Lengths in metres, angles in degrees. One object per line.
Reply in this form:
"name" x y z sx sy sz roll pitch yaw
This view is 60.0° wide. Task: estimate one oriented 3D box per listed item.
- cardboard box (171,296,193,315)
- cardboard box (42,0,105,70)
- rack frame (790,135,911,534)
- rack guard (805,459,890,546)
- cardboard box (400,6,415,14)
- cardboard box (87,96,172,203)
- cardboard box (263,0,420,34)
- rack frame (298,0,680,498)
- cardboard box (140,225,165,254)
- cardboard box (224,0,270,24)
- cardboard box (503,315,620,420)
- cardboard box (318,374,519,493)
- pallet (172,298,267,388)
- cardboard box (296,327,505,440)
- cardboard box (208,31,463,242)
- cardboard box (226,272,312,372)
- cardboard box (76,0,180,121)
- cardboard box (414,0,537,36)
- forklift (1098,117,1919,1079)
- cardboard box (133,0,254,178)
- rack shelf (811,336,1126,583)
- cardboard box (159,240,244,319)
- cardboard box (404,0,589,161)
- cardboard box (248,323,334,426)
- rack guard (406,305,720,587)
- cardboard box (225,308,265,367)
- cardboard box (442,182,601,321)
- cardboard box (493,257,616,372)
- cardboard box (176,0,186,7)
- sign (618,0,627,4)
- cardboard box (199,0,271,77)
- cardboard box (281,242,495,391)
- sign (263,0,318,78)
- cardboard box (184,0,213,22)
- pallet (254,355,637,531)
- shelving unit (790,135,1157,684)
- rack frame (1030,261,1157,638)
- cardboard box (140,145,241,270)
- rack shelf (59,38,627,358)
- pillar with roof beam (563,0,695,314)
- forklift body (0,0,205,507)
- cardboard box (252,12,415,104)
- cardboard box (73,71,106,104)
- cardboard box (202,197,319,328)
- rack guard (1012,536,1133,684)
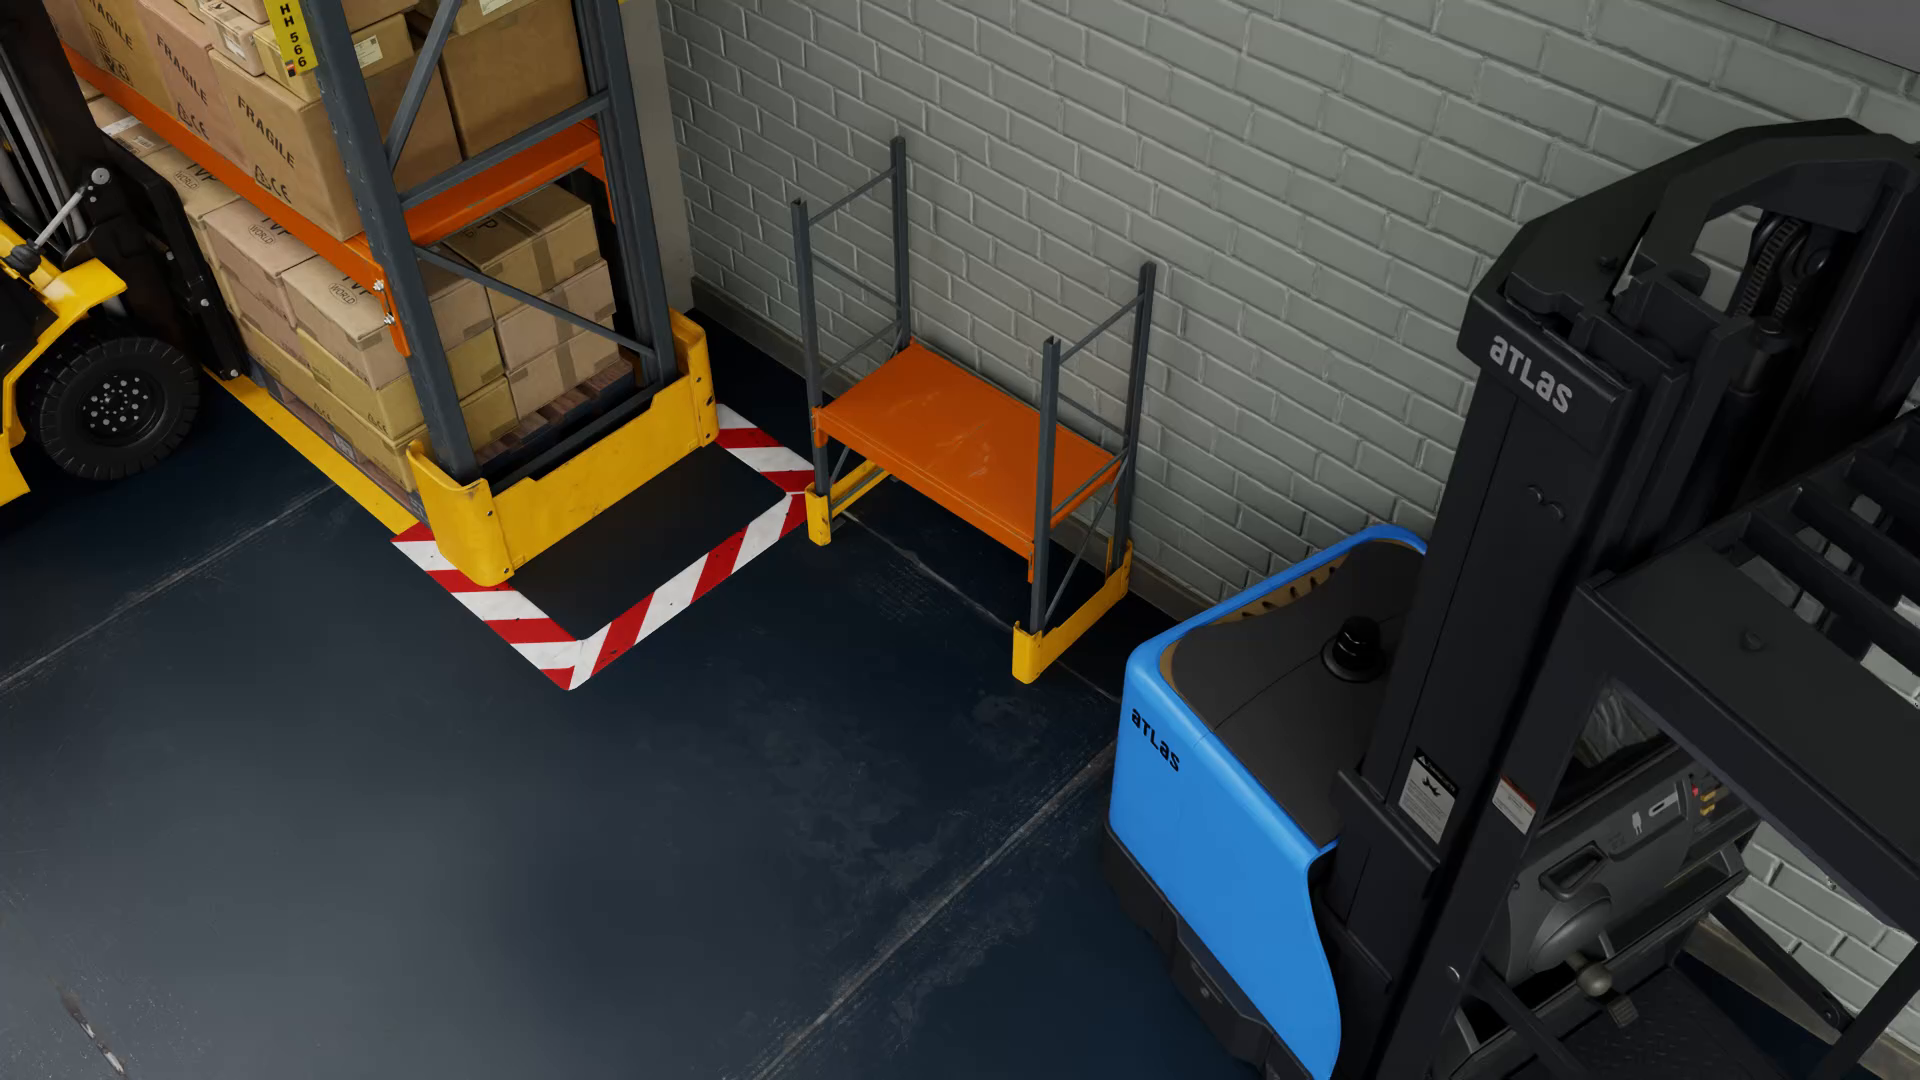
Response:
"cardboard box" -3.153 -1.259 6.972 0.500 0.250 0.500 36 56 29
"cardboard box" -3.144 -2.139 6.133 0.500 0.500 0.500 34 56 28
"rack frame" -0.353 -0.666 5.847 0.032 1.500 0.500 33 55 27
"rack guard" -0.353 -0.238 6.302 0.087 0.250 0.587 33 55 27
"cardboard box" -1.774 -1.896 5.459 0.250 0.149 0.380 34 55 28
"cardboard box" -3.150 -1.599 6.606 0.500 0.250 0.500 33 55 27
"cardboard box" -1.882 -1.667 5.040 0.250 0.149 0.380 34 55 28
"rack frame" -1.476 -1.245 5.362 0.127 3.000 1.000 34 55 28
"cardboard box" -3.165 -1.439 6.799 0.500 0.250 0.500 34 55 28
"cardboard box" -2.084 -1.773 5.139 0.250 0.149 0.380 34 55 28
"cardboard box" -1.704 -0.795 6.537 0.500 0.250 0.500 34 56 28
"cardboard box" -2.035 -0.511 6.270 0.500 0.250 0.500 34 56 28
"pallet" -2.958 -1.250 7.278 1.213 0.211 1.003 34 55 28
"cardboard box" -2.045 -0.692 6.097 0.500 0.250 0.500 33 55 27
"cardboard box" -2.015 -1.382 5.422 0.500 0.500 0.500 33 55 27
"cardboard box" -2.407 -0.946 6.336 0.500 0.250 0.500 33 55 27
"cardboard box" -2.767 -1.897 5.905 0.500 0.500 0.500 33 55 27
"cardboard box" -1.549 -1.808 5.377 0.250 0.149 0.380 33 55 27
"forklift" 1.644 0.758 3.528 1.130 2.935 3.031 -25 52 -21
"cardboard box" -2.390 -1.644 5.667 0.500 0.500 0.500 36 56 29
"rack shelf" 0.029 -0.299 5.749 1.000 0.185 0.538 33 55 27
"cardboard box" -2.800 -1.190 6.565 0.500 0.250 0.500 33 55 27
"cardboard box" -1.651 -1.673 5.695 0.500 0.500 0.500 36 56 29
"cardboard box" -2.394 -0.762 6.506 0.500 0.250 0.500 34 55 28
"rack guard" -1.458 -0.378 6.262 0.348 0.500 1.175 34 55 28
"cardboard box" -2.756 -1.014 6.743 0.500 0.250 0.500 35 56 28
"cardboard box" -1.700 -1.129 6.165 0.500 0.250 0.500 33 55 27
"cardboard box" -1.680 -0.963 6.351 0.500 0.250 0.500 35 56 28
"cardboard box" -2.452 -1.923 5.484 0.250 0.149 0.380 34 55 27
"sign" -1.095 -1.863 5.294 0.005 0.325 0.100 34 55 28
"cardboard box" -2.128 -1.633 5.212 0.250 0.149 0.380 35 56 28
"cardboard box" -2.026 -0.851 5.903 0.500 0.250 0.500 36 56 29
"sign" -1.854 -1.439 4.587 0.005 0.325 0.100 34 55 28
"cardboard box" -2.278 -1.794 5.364 0.250 0.149 0.380 35 56 28
"pallet" -2.066 -0.646 6.712 1.213 0.211 1.003 34 55 28
"shelving unit" 0.022 -0.427 5.622 1.083 1.500 0.587 33 55 27
"rack frame" 0.412 -0.179 5.389 0.032 1.500 0.500 33 55 27
"cardboard box" -2.782 -1.344 6.367 0.500 0.250 0.500 35 56 28
"rack shelf" -2.945 -1.988 6.552 4.000 0.370 1.077 34 55 28
"pillar with roof beam" -4.296 -1.820 1.786 0.400 9.000 9.100 34 55 28
"forklift body" -4.106 -0.915 5.634 1.214 2.155 2.313 34 55 28
"cardboard box" -1.920 -1.523 5.109 0.250 0.149 0.380 35 56 28
"cardboard box" -3.530 -1.862 6.853 0.500 0.250 0.500 36 56 29
"cardboard box" -2.405 -1.100 6.137 0.500 0.250 0.500 35 56 28
"rack guard" 0.397 0.240 5.853 0.087 0.250 0.587 33 55 27
